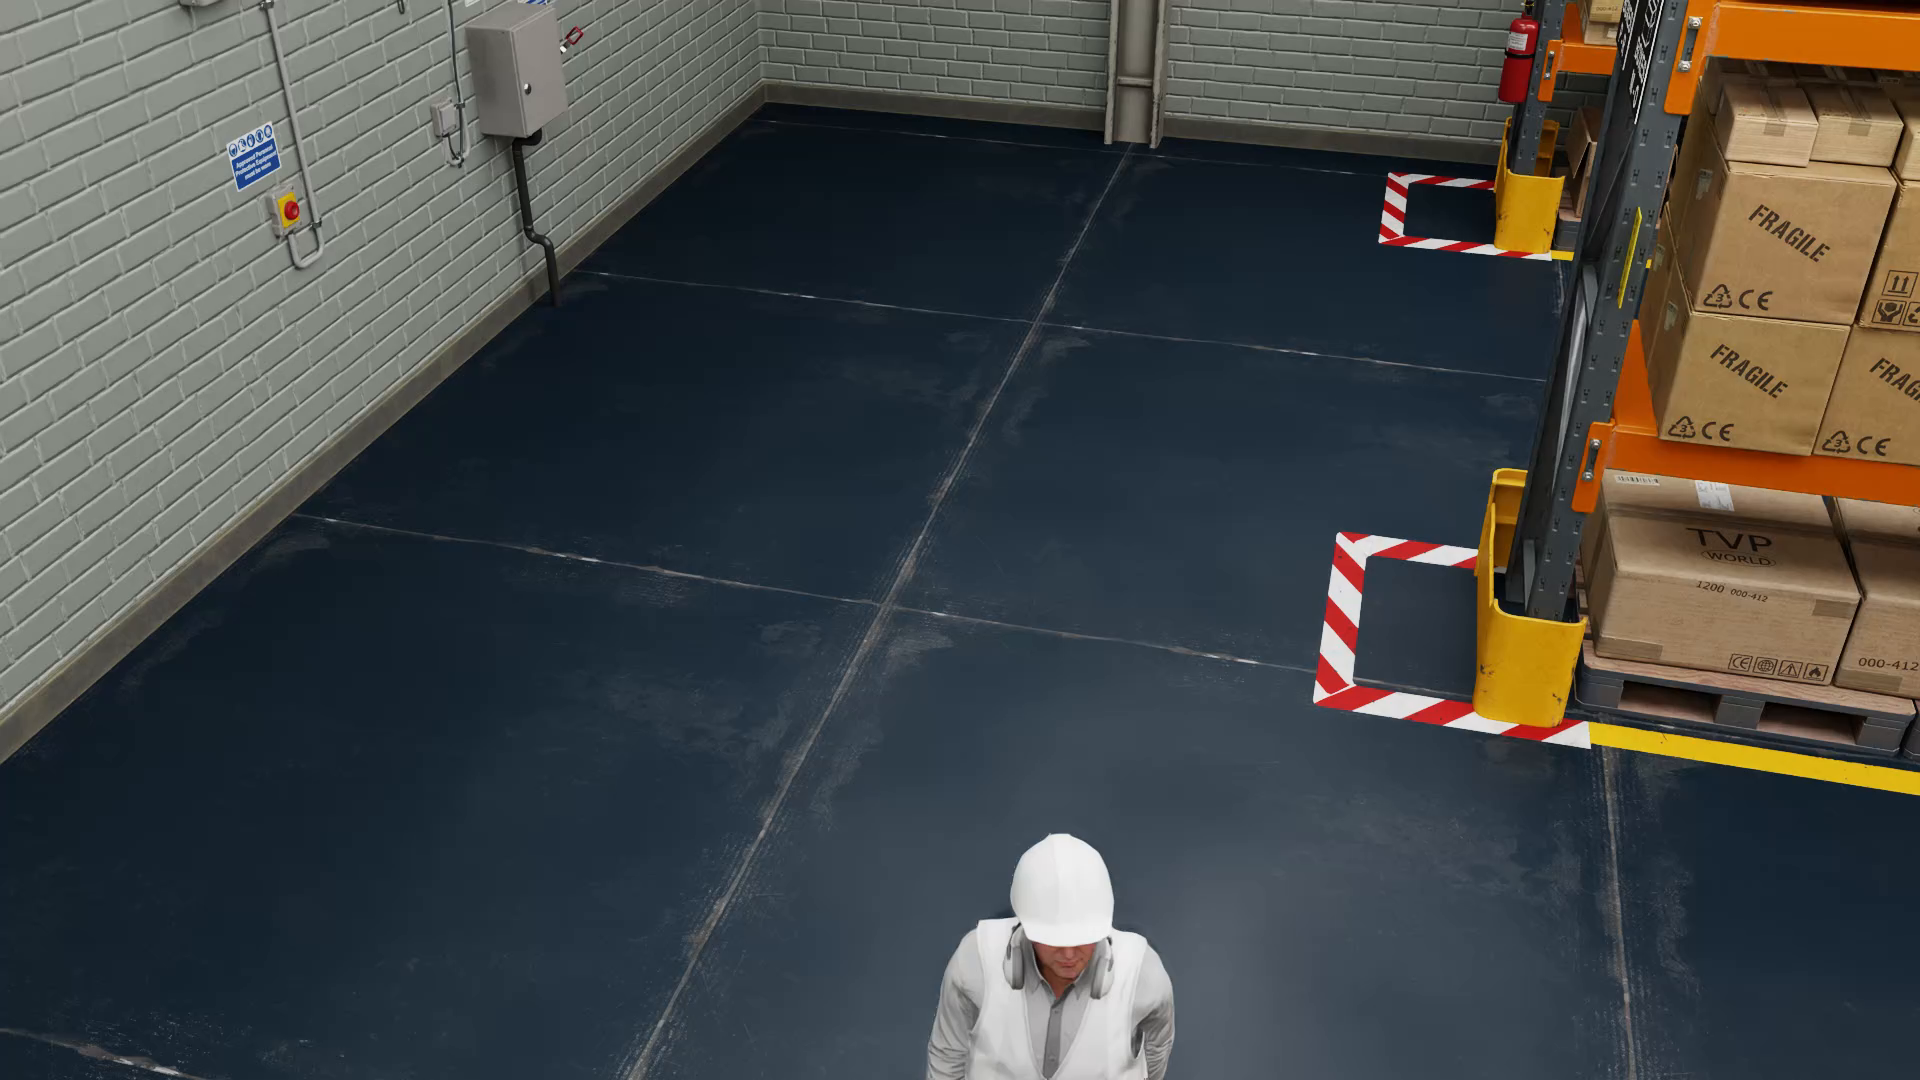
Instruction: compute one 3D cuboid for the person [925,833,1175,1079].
[{"bbox_3d":[0.208,1.370,3.979,0.557,1.728,1.030,7,33,10],"label":"person"}]
